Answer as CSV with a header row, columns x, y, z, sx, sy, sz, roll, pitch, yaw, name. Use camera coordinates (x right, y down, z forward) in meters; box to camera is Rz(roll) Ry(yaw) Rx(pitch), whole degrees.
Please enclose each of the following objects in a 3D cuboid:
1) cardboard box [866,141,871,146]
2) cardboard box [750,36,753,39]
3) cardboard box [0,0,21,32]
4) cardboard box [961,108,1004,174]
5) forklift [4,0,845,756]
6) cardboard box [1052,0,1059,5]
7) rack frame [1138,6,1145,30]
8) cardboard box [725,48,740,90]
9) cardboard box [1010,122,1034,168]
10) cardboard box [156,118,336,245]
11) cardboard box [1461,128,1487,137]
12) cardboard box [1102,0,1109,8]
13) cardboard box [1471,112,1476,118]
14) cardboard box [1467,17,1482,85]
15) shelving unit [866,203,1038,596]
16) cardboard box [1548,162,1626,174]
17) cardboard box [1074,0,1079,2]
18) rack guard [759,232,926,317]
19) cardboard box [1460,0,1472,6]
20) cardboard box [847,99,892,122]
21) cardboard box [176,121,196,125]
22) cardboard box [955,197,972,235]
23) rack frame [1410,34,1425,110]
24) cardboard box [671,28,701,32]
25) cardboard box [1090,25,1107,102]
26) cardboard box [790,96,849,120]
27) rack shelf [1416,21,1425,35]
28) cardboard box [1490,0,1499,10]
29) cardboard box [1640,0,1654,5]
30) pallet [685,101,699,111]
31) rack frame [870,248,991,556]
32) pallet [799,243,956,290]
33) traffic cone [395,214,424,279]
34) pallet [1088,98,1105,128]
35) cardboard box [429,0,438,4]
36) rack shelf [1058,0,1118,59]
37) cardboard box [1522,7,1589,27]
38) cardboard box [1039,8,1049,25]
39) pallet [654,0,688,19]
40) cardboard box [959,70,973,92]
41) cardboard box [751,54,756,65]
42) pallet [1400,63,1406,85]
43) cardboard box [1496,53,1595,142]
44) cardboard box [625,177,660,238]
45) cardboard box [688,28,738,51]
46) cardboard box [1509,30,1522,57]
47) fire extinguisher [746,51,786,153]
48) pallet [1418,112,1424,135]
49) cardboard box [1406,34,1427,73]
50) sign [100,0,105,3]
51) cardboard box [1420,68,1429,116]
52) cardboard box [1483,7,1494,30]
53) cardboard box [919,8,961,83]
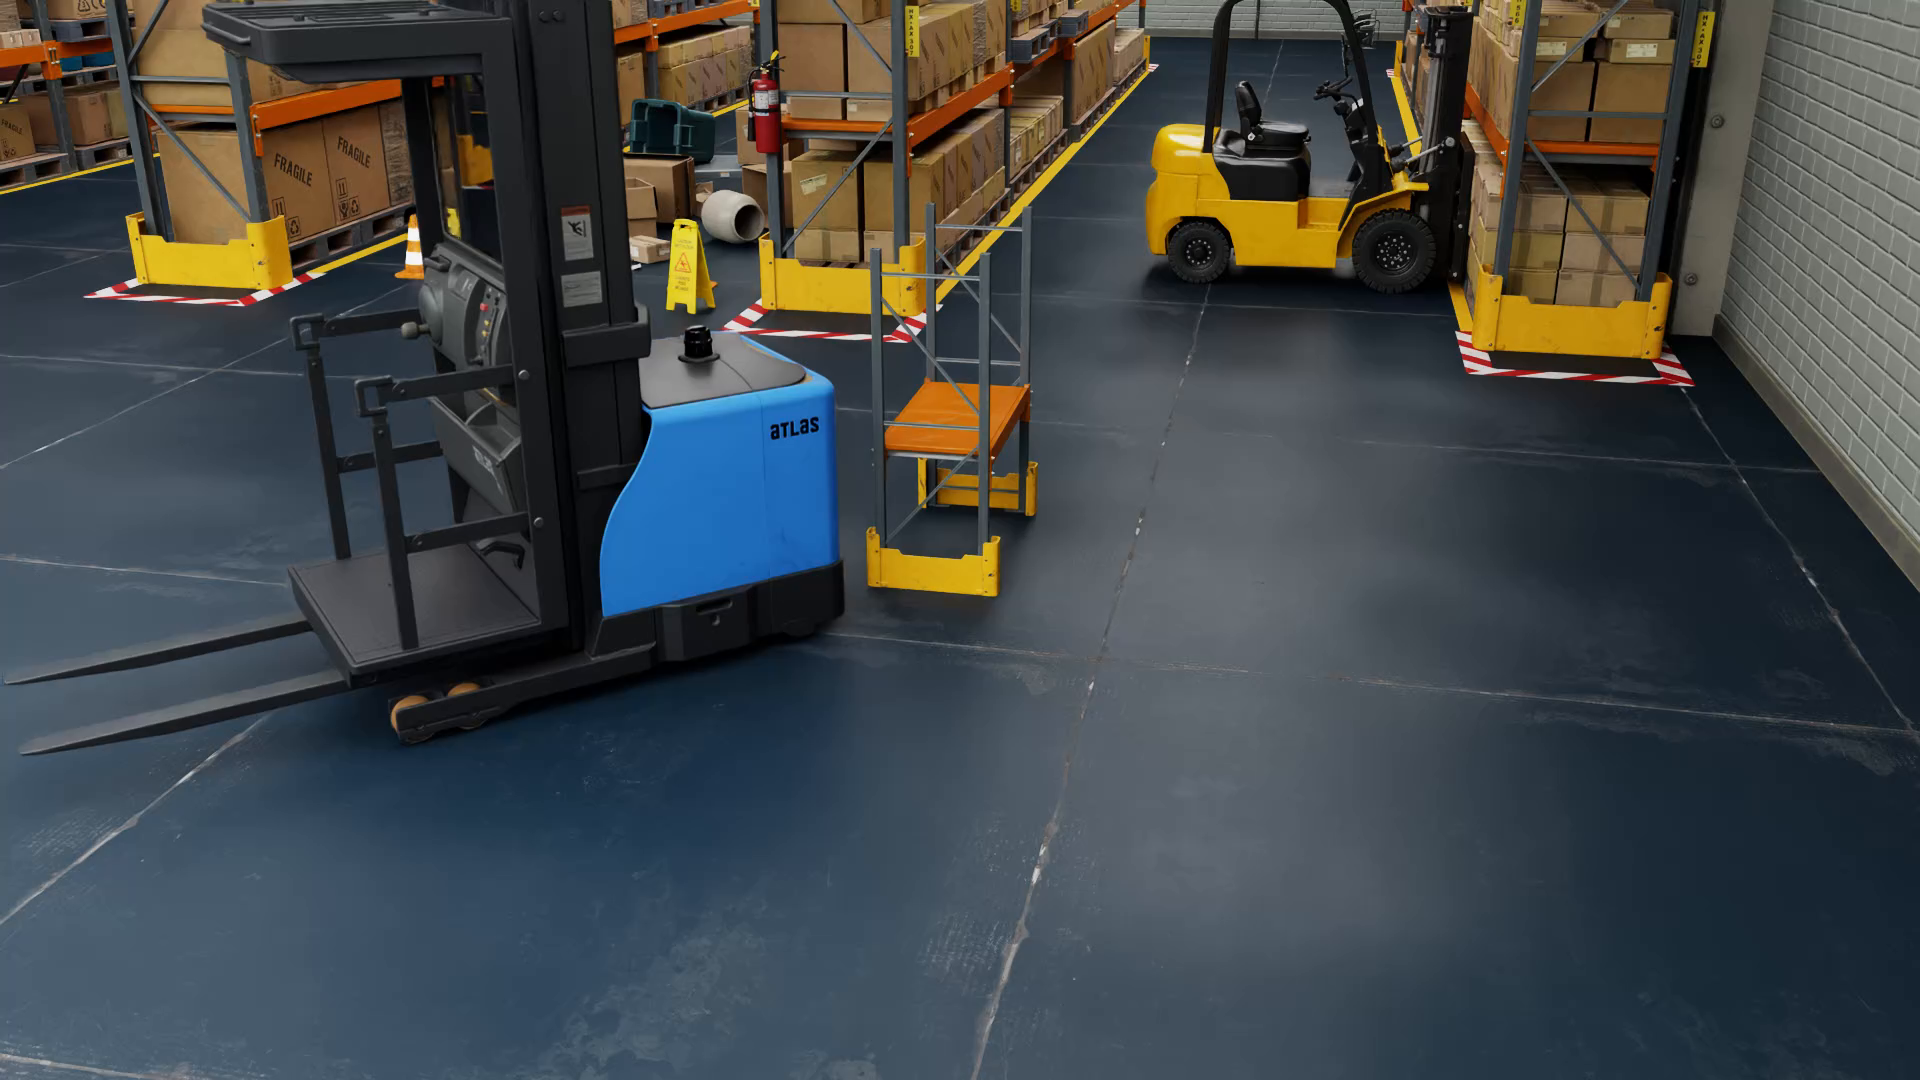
x,y,z,sx,sy,sz,roll,pitch,yaw,name
-0.883,-3.162,12.936,0.380,0.149,0.250,5,22,12,cardboard box
-3.268,-7.354,24.557,0.380,0.149,0.250,5,23,13,cardboard box
-9.892,-5.293,16.449,0.875,0.500,0.500,4,22,11,cardboard box
0.104,-3.543,14.751,0.500,0.500,0.500,4,22,10,cardboard box
-2.002,-0.850,6.040,3.031,2.935,1.130,-13,25,-30,forklift
0.761,-5.793,17.128,0.500,0.500,0.500,3,22,7,cardboard box
2.410,-8.902,25.941,1.000,3.000,0.127,4,22,11,rack frame
-3.282,-6.337,22.357,0.500,0.500,0.500,4,22,10,cardboard box
0.210,-3.944,16.587,0.950,0.372,0.625,6,23,14,cardboard box
-5.647,-2.853,13.204,0.875,0.875,0.875,5,22,11,cardboard box
4.301,-3.180,13.514,0.500,0.250,0.500,4,22,11,cardboard box
1.644,-7.000,21.419,0.500,0.250,0.500,4,22,10,cardboard box
5.083,-3.704,15.652,0.875,0.625,0.625,4,22,10,cardboard box
4.475,-4.040,13.736,0.500,0.500,0.500,4,22,9,cardboard box
-0.016,-0.668,7.504,0.587,1.500,1.083,4,22,11,shelving unit
4.500,-2.583,12.031,0.500,0.250,0.500,4,22,11,cardboard box
1.123,-6.305,19.024,0.500,0.250,0.500,4,22,11,cardboard box
-0.839,-1.918,11.948,1.175,0.500,0.348,4,22,11,rack guard
4.734,-4.913,15.034,0.380,0.149,0.250,4,22,9,cardboard box
-0.583,-3.042,11.728,0.380,0.149,0.250,5,22,11,cardboard box
-9.250,-5.118,19.302,0.700,0.500,0.500,6,23,15,cardboard box
-0.209,-2.630,13.487,0.500,0.250,0.500,6,23,15,cardboard box
6.454,-7.062,21.373,1.000,3.000,0.127,4,22,11,rack frame
-3.788,-6.717,22.297,0.500,0.250,0.500,5,22,12,cardboard box
1.369,-6.084,21.227,0.875,0.875,0.875,5,22,12,cardboard box
-0.988,-3.087,11.839,0.380,0.149,0.250,5,23,13,cardboard box
6.046,-5.997,19.691,1.077,0.370,4.000,4,22,11,rack shelf
4.278,-4.147,12.736,0.380,0.149,0.250,4,22,10,cardboard box
4.654,-3.732,11.704,0.380,0.149,0.250,4,22,10,cardboard box
-3.928,-5.308,20.752,1.003,0.211,1.213,4,22,11,pallet
-0.121,-0.479,7.034,0.500,1.500,0.032,4,22,11,rack frame
-0.639,-2.079,12.733,1.003,0.211,1.213,4,22,11,pallet
-4.223,-2.300,12.944,0.336,0.463,0.334,4,22,11,traffic cone
1.264,-5.410,21.003,1.003,0.211,1.213,4,22,11,pallet
-5.012,-5.082,14.809,0.875,0.550,0.550,4,22,11,cardboard box
1.186,-6.374,20.627,1.077,0.370,4.000,4,22,11,rack shelf
3.892,-3.398,10.875,0.380,0.149,0.250,4,22,11,cardboard box
0.677,-5.244,16.633,0.380,0.149,0.250,5,23,13,cardboard box
-4.048,-6.496,20.225,1.213,0.211,1.003,4,22,11,pallet
-0.108,-3.696,13.351,0.380,0.149,0.250,5,22,11,cardboard box
-2.885,-6.898,23.821,0.380,0.149,0.250,5,23,13,cardboard box
7.093,-6.912,24.733,1.003,0.211,1.213,4,22,11,pallet
3.849,-2.919,10.953,0.500,0.500,0.500,4,22,10,cardboard box
-2.975,-2.727,13.952,0.797,0.503,0.637,-11,25,-26,cardboard box
-3.295,-6.684,22.214,0.500,0.250,0.500,6,23,13,cardboard box
3.825,-3.264,10.941,0.380,0.149,0.250,5,22,12,cardboard box
-1.329,-3.007,11.409,0.296,0.674,0.183,4,22,11,fire extinguisher
6.078,-5.020,20.037,1.003,0.211,1.213,4,22,11,pallet
6.840,-7.034,24.087,0.700,0.500,0.500,5,23,13,cardboard box
-6.249,-4.084,12.112,0.100,0.325,0.005,4,22,11,sign
5.818,-5.370,19.957,0.500,0.500,0.500,4,22,9,cardboard box
4.244,-4.014,12.803,0.380,0.149,0.250,4,22,10,cardboard box
-0.281,-3.763,12.649,0.500,0.500,0.500,4,22,10,cardboard box
